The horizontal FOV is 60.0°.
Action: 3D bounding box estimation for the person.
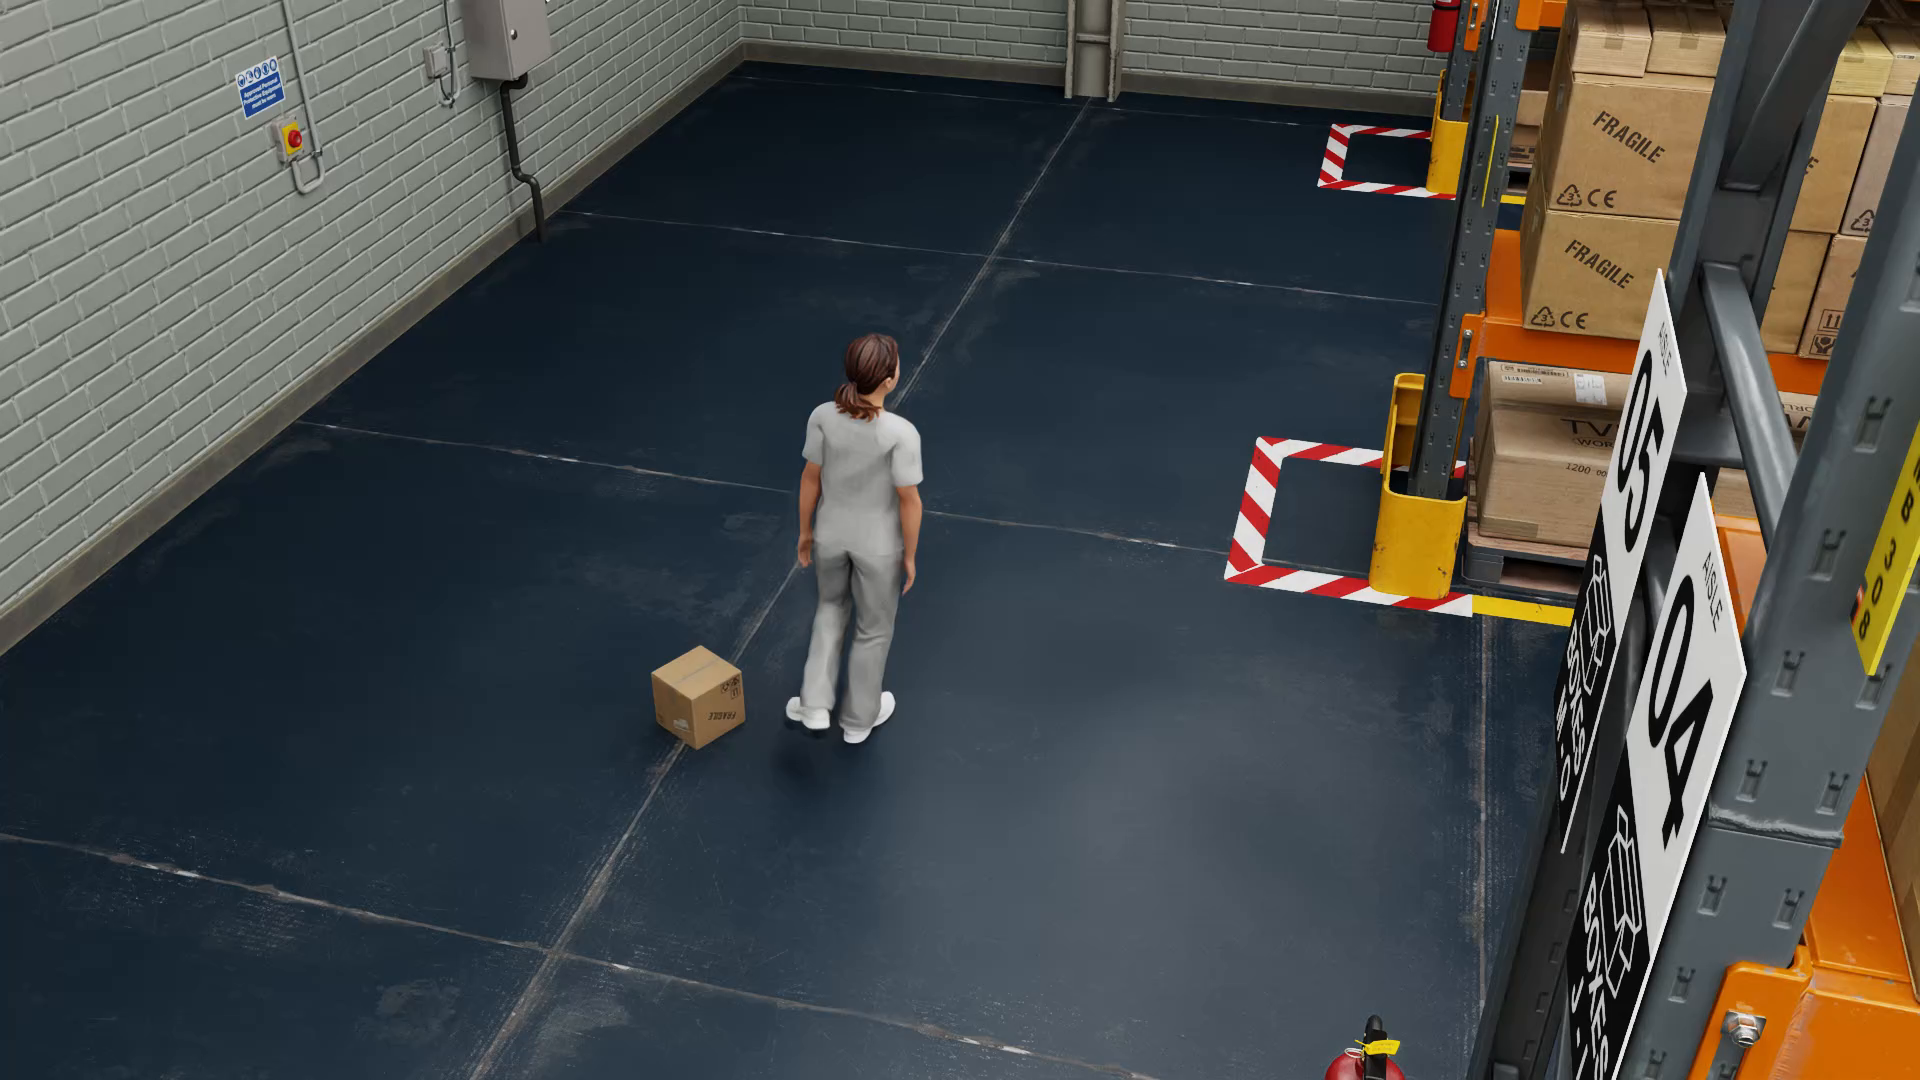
[{"bbox_3d":[-0.400,0.053,6.057,0.522,1.664,0.510,12,35,17],"label":"person"}]
